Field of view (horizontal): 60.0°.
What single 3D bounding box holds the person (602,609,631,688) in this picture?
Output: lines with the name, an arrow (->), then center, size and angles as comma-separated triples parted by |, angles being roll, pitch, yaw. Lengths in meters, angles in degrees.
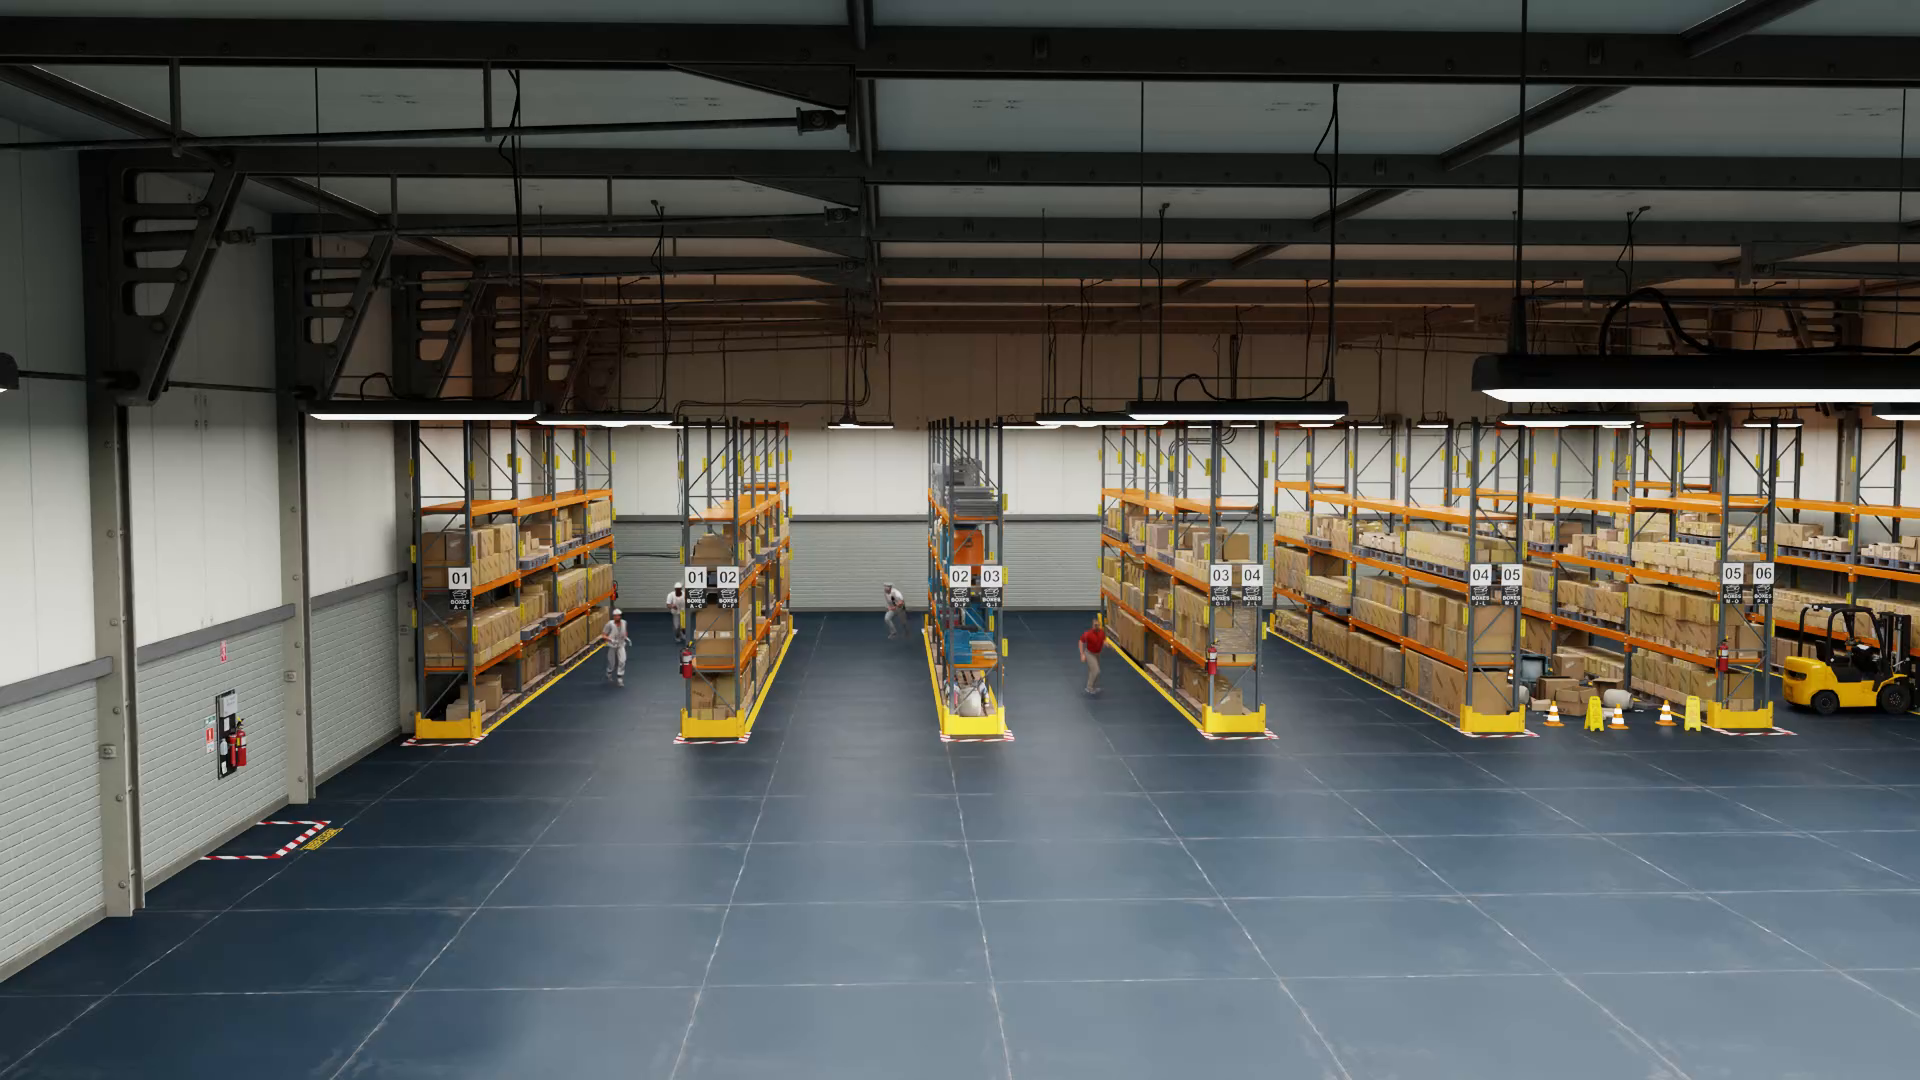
person -> -7.740, 2.408, 37.378 | 0.678, 1.755, 0.955 | -2, 4, -28

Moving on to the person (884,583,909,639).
person -> -1.656, 1.876, 44.017 | 0.654, 1.541, 1.156 | 2, 4, 33

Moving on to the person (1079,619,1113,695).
person -> 2.977, 2.567, 36.336 | 0.829, 1.696, 0.686 | 3, 5, 42

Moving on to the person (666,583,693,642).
person -> -7.563, 1.969, 44.906 | 0.724, 1.654, 0.828 | -1, 4, -13
